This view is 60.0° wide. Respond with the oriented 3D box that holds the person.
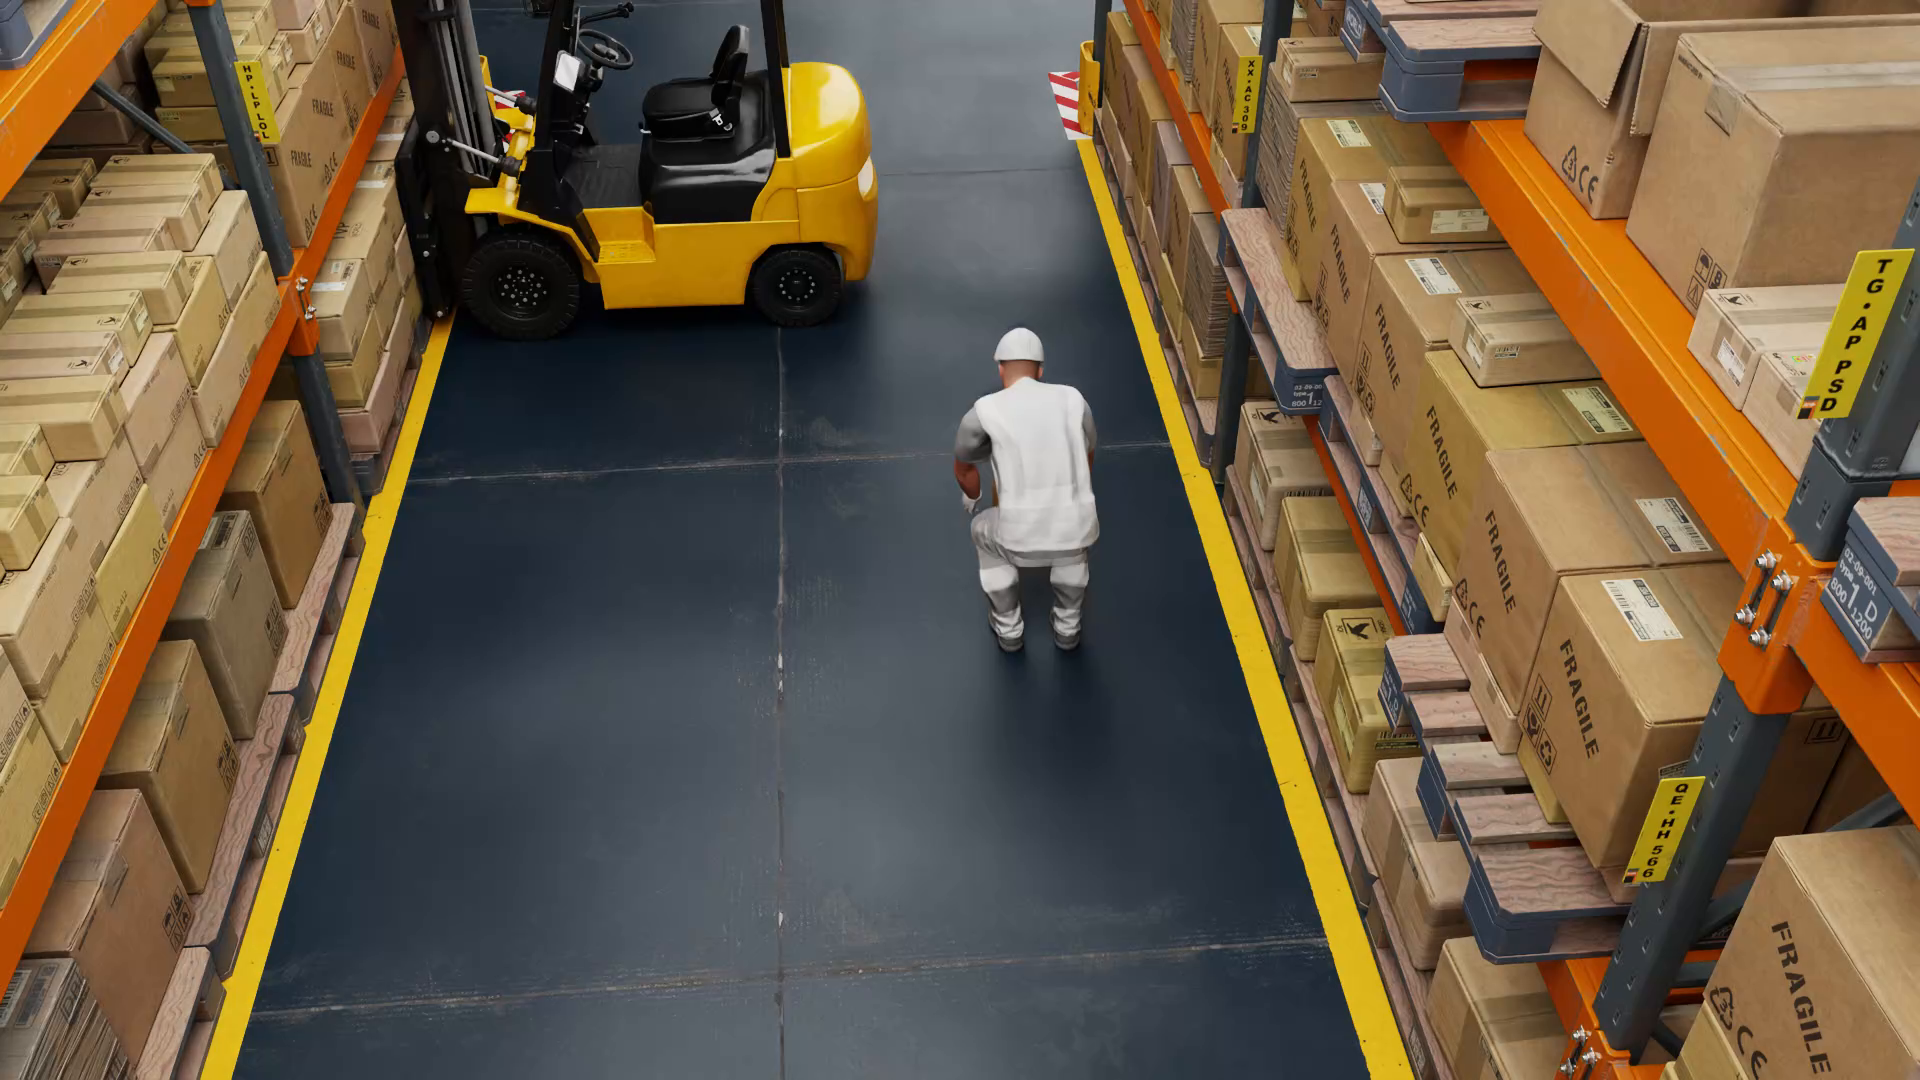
[{"bbox_3d":[10.308,-10.380,19.477,23.309,1.264,31.548,-3,39,-4],"label":"person"}]
